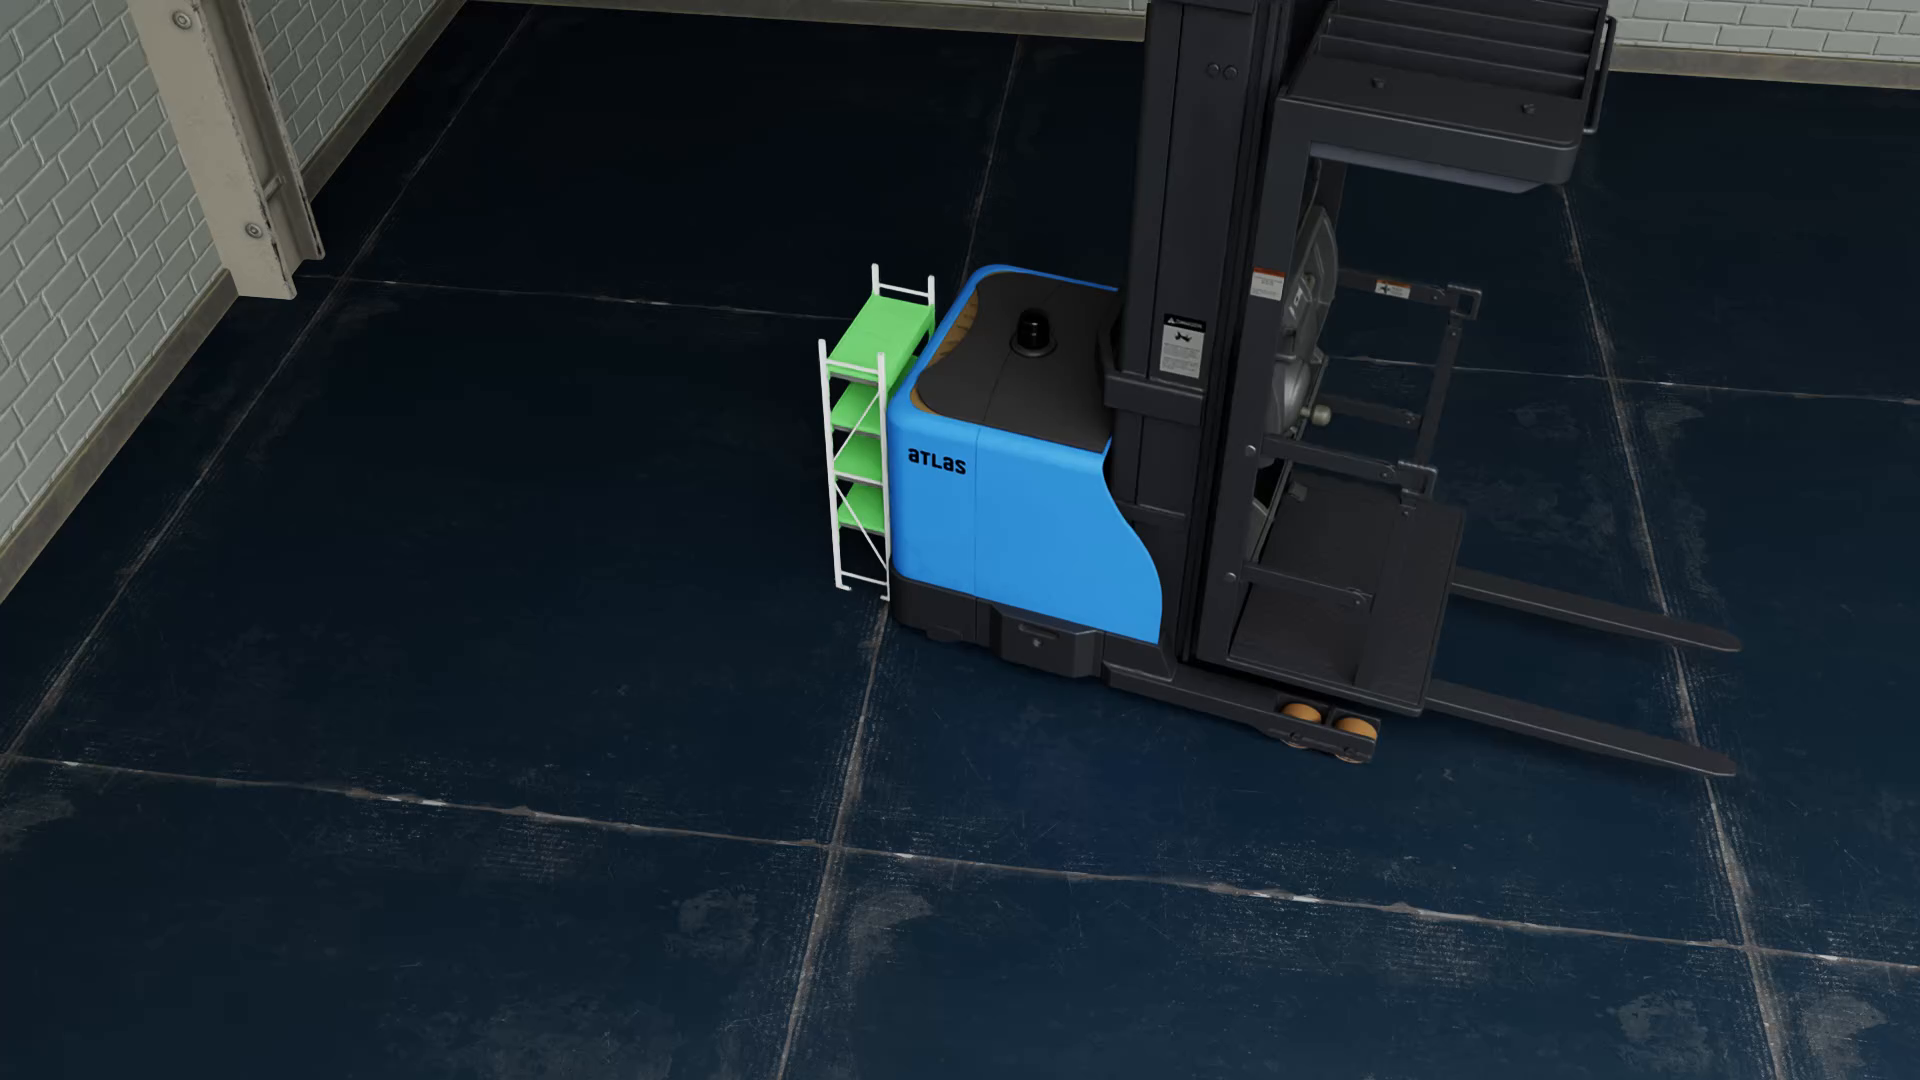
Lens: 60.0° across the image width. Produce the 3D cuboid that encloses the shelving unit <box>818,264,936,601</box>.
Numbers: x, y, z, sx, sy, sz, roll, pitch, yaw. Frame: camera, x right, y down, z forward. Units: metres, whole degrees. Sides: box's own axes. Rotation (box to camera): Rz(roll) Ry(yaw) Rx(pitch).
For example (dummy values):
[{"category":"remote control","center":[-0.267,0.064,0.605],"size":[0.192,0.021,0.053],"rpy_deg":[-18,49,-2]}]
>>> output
[{"category":"shelving unit","center":[-0.290,-0.384,6.282],"size":[0.258,1.200,0.503],"rpy_deg":[14,45,14]}]

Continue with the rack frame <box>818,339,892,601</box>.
[{"category":"rack frame","center":[-0.373,-0.226,6.116],"size":[0.240,1.200,0.015],"rpy_deg":[14,45,14]}]

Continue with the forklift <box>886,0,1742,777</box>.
[{"category":"forklift","center":[1.304,-0.688,5.344],"size":[3.031,2.935,1.130],"rpy_deg":[14,45,15]}]

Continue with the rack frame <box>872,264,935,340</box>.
[{"category":"rack frame","center":[-0.207,-0.541,6.449],"size":[0.240,1.200,0.015],"rpy_deg":[14,45,14]}]

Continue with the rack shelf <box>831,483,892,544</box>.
[{"category":"rack shelf","center":[-0.290,-0.163,6.491],"size":[0.258,0.148,0.480],"rpy_deg":[14,45,14]}]

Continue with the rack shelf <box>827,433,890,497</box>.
[{"category":"rack shelf","center":[-0.290,-0.337,6.326],"size":[0.258,0.148,0.480],"rpy_deg":[14,45,14]}]

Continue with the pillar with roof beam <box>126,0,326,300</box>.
[{"category":"pillar with roof beam","center":[0.944,-4.177,4.616],"size":[9.100,9.000,0.400],"rpy_deg":[5,44,6]}]

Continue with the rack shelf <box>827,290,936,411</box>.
[{"category":"rack shelf","center":[-0.290,-0.686,5.996],"size":[0.258,0.148,0.480],"rpy_deg":[14,45,14]}]

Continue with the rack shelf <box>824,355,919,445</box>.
[{"category":"rack shelf","center":[-0.290,-0.511,6.161],"size":[0.258,0.148,0.480],"rpy_deg":[14,45,14]}]
